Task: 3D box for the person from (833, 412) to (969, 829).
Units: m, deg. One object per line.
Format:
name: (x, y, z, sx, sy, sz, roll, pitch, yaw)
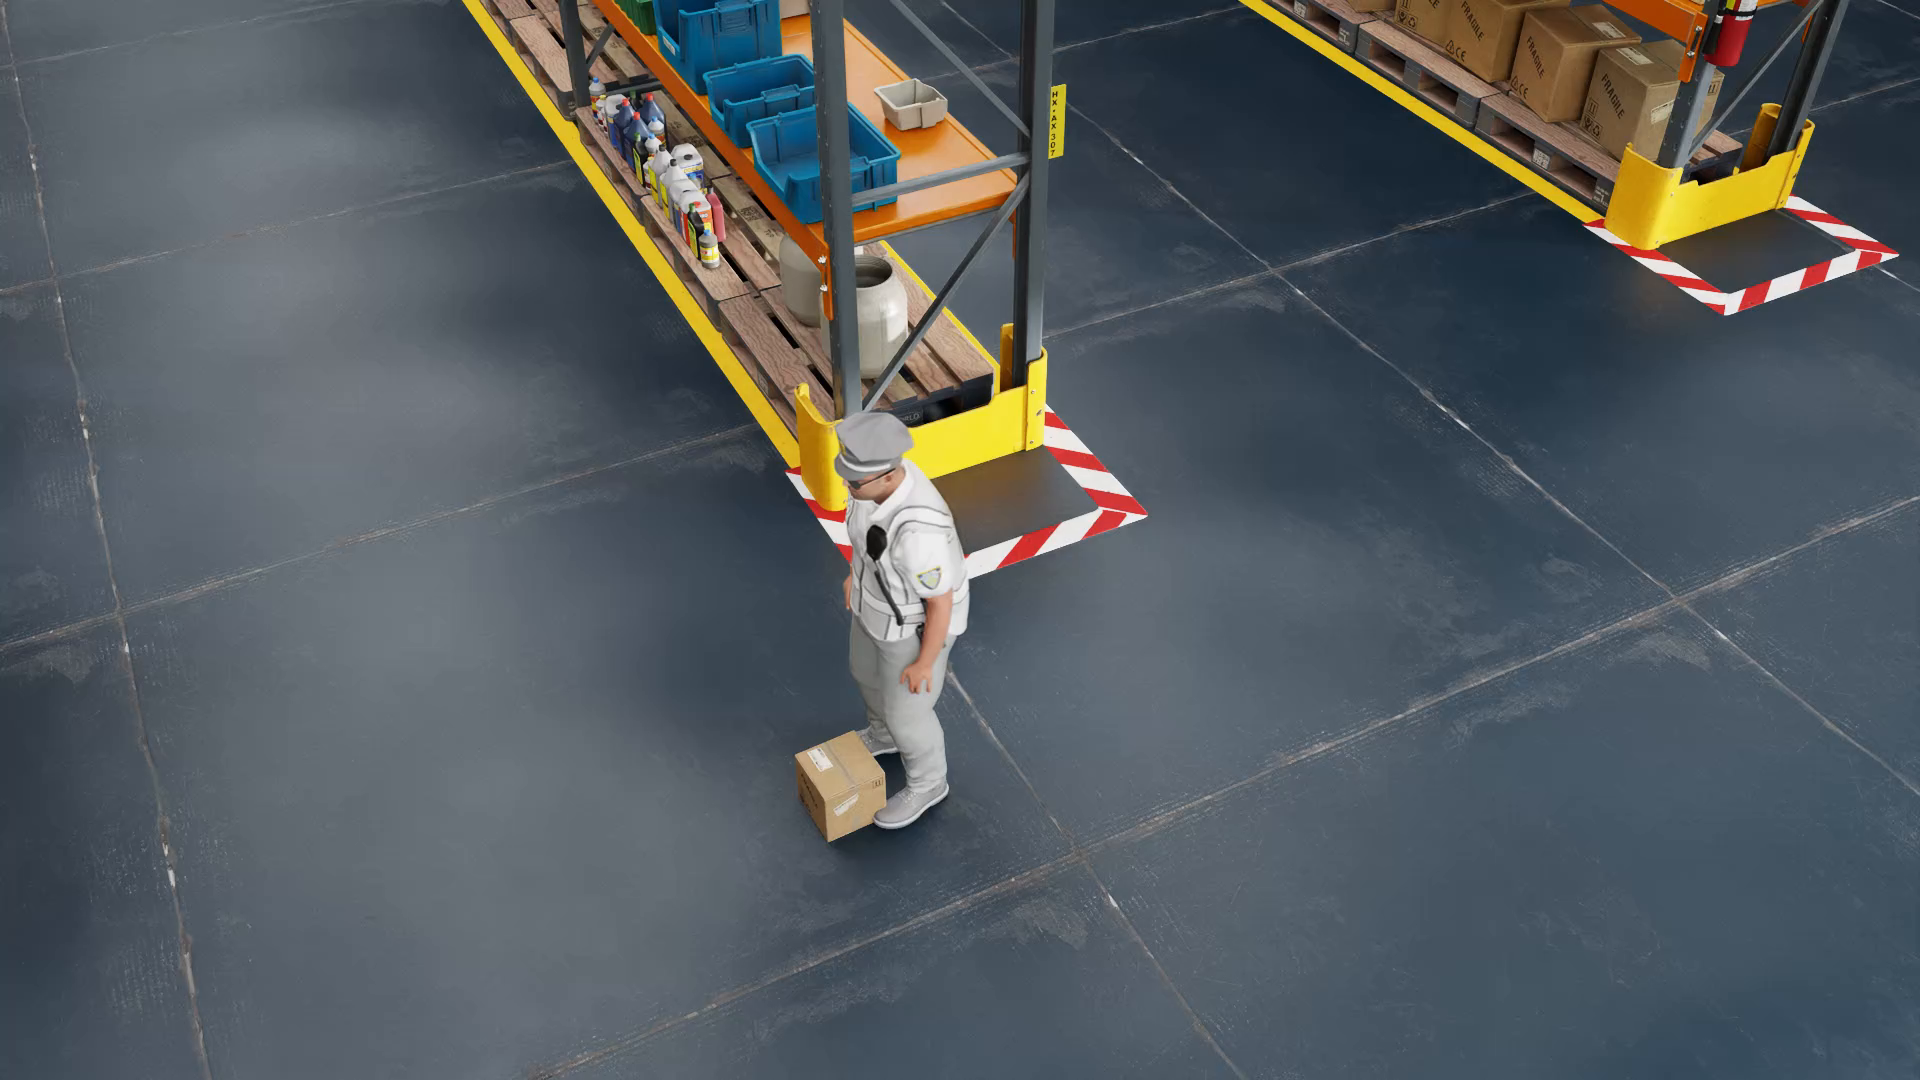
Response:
person: (-0.210, 0.267, 5.845, 0.434, 1.748, 0.588, -19, 45, -21)
